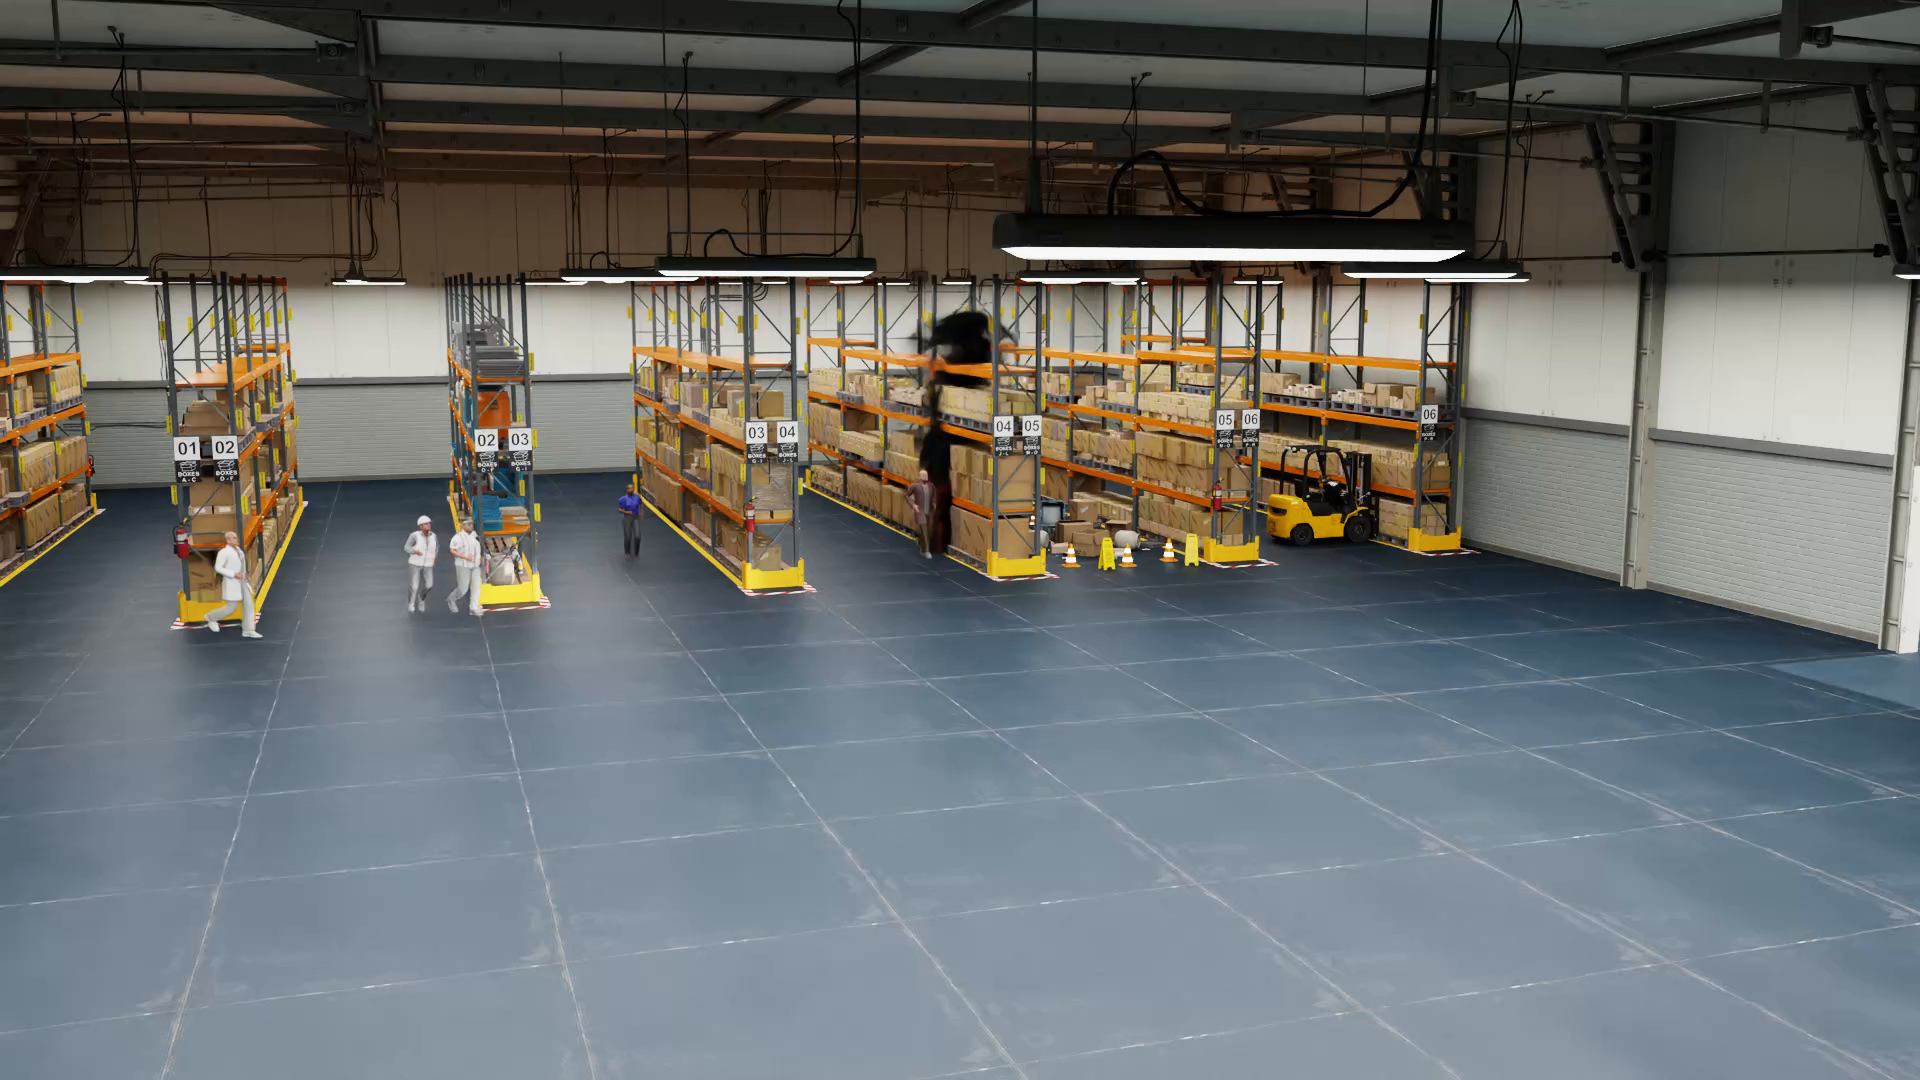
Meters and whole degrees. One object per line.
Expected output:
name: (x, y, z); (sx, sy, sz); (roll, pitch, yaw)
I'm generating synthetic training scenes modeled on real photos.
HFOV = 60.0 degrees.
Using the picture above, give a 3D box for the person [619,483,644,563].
person: (-6.897, -0.346, 35.001); (0.583, 1.728, 0.747); (-4, 9, -23)

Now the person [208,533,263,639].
person: (-11.930, 0.852, 27.414); (0.941, 1.556, 0.733); (2, 9, 10)

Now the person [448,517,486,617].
person: (-8.666, 0.457, 29.297); (0.733, 1.745, 0.676); (5, 10, 31)

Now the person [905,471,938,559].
person: (-0.744, -0.532, 33.882); (0.721, 1.769, 0.650); (-5, 10, -29)

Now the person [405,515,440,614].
person: (-9.484, 0.441, 29.501); (0.664, 1.759, 0.662); (-6, 10, -33)
